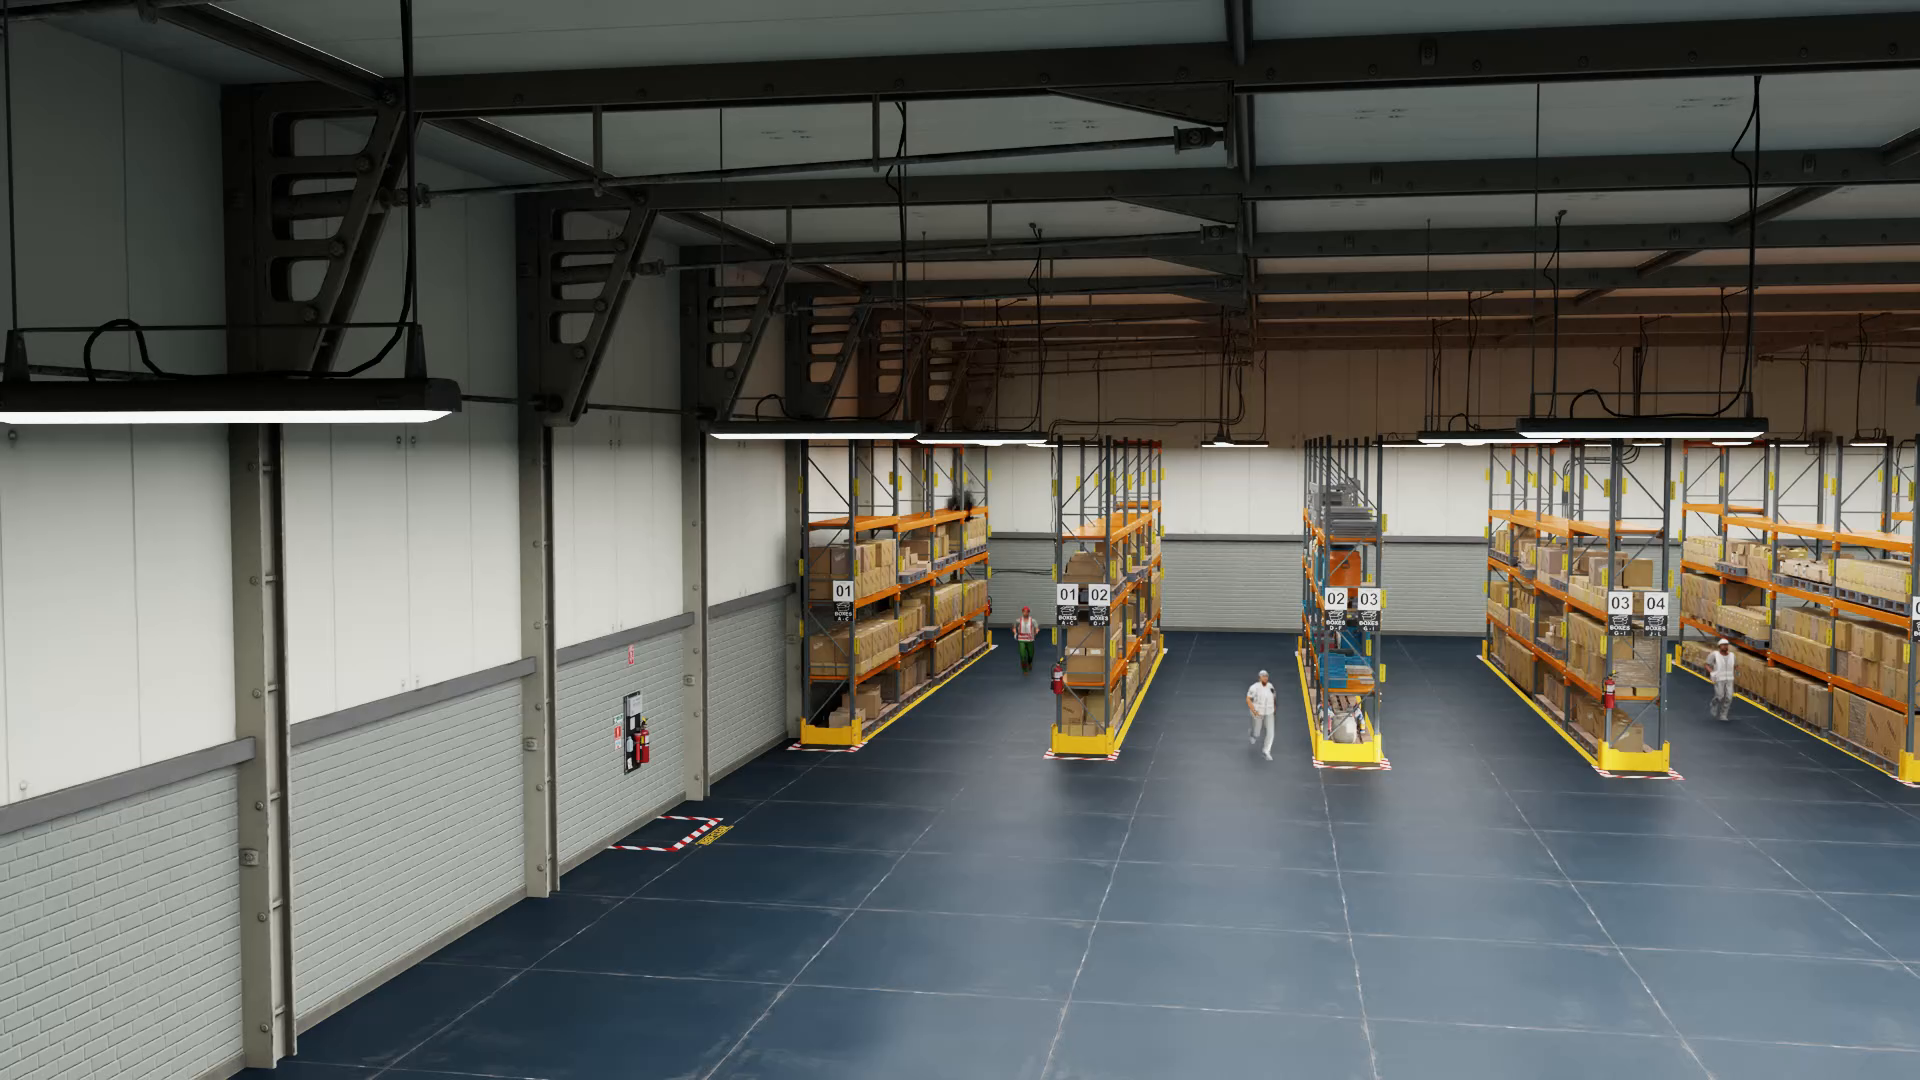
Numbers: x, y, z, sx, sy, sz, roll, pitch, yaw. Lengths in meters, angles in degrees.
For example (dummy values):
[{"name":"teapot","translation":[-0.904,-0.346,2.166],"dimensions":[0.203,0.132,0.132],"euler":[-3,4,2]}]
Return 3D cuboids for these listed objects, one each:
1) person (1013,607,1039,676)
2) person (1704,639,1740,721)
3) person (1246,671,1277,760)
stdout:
[{"name":"person","translation":[1.660,2.555,42.137],"dimensions":[0.659,1.742,0.701],"euler":[0,3,2]},{"name":"person","translation":[16.114,2.953,35.098],"dimensions":[0.670,1.733,0.611],"euler":[0,3,3]},{"name":"person","translation":[5.652,3.252,31.082],"dimensions":[0.606,1.642,0.805],"euler":[0,3,-5]}]
